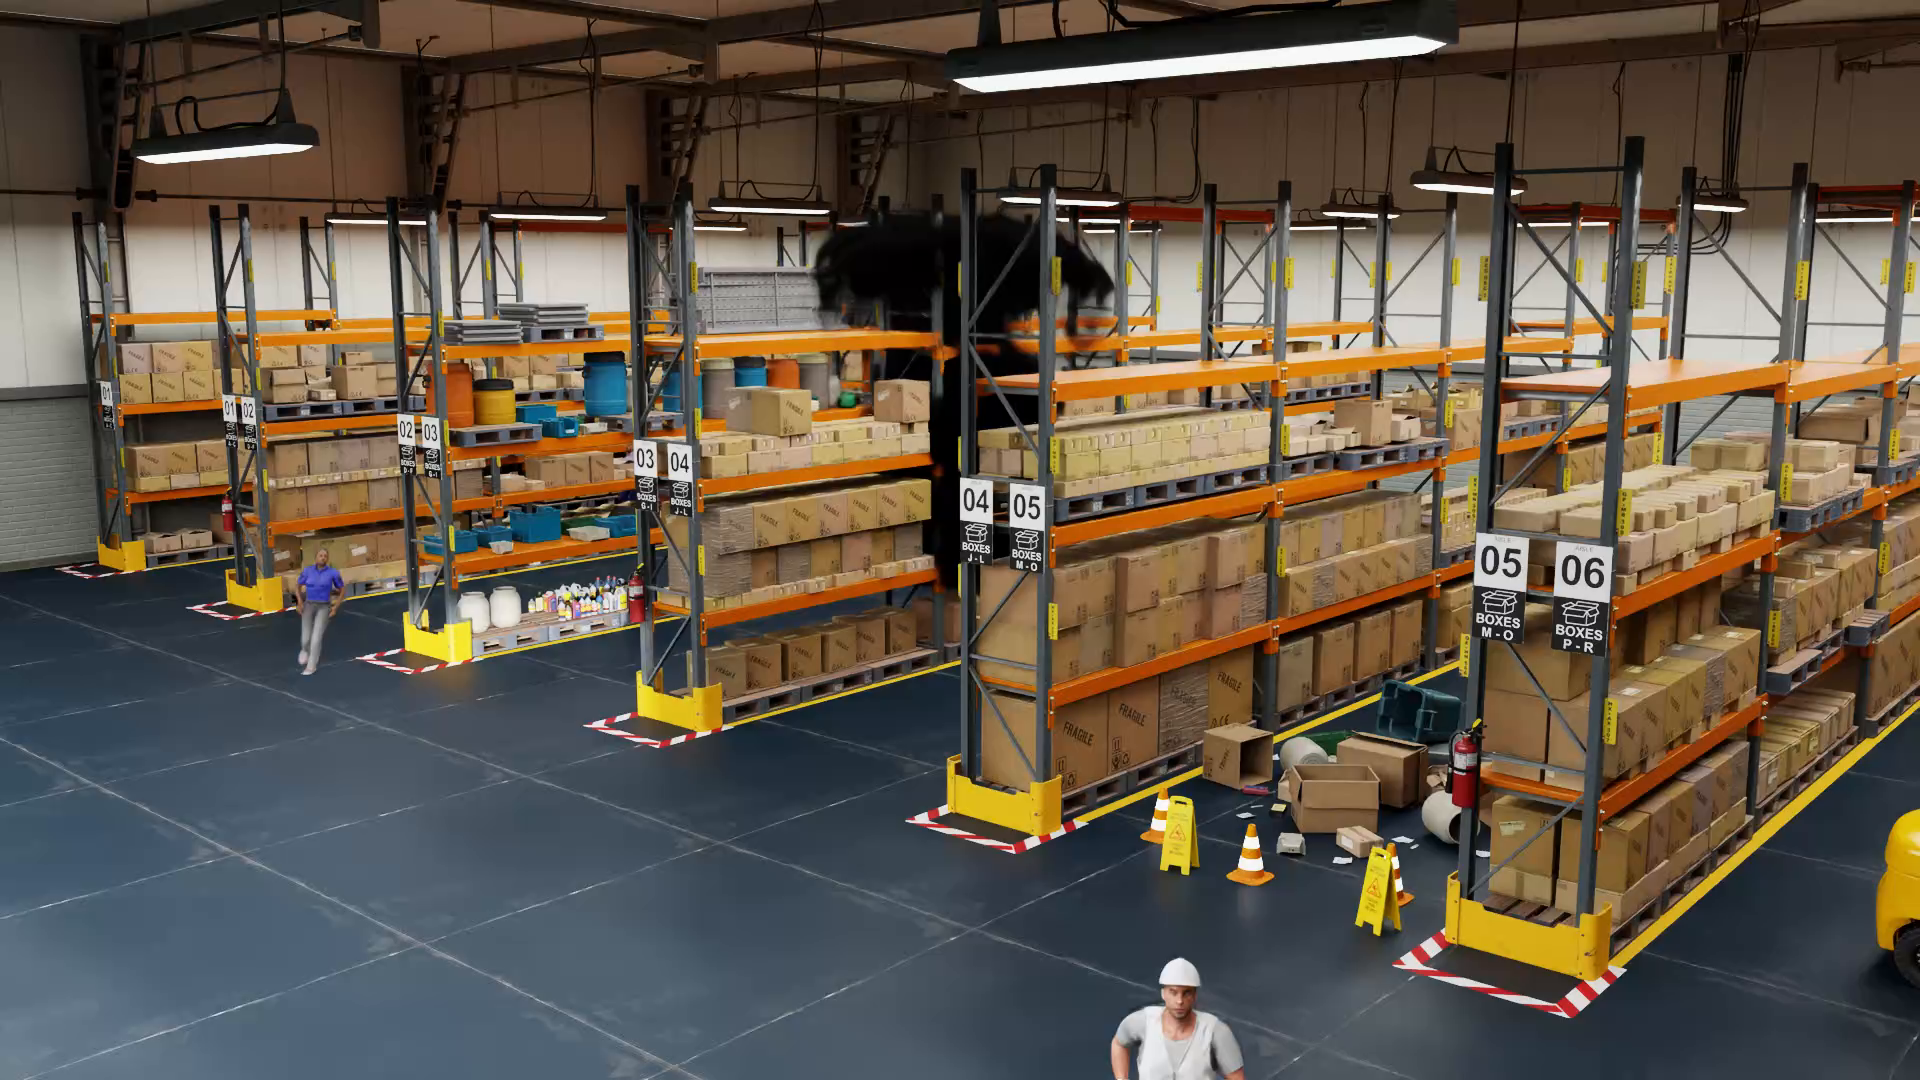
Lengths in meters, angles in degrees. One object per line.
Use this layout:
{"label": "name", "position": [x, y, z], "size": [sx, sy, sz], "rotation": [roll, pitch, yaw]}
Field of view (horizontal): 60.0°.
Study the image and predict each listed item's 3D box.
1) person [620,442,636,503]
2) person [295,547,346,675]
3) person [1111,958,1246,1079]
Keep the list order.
{"label": "person", "position": [-6.577, -1.163, 33.647], "size": [0.618, 1.545, 0.742], "rotation": [8, 13, 41]}
{"label": "person", "position": [-8.154, 0.877, 21.193], "size": [0.650, 1.599, 0.563], "rotation": [-3, 10, -15]}
{"label": "person", "position": [1.074, 2.923, 8.245], "size": [0.663, 1.767, 0.998], "rotation": [1, 10, 6]}
